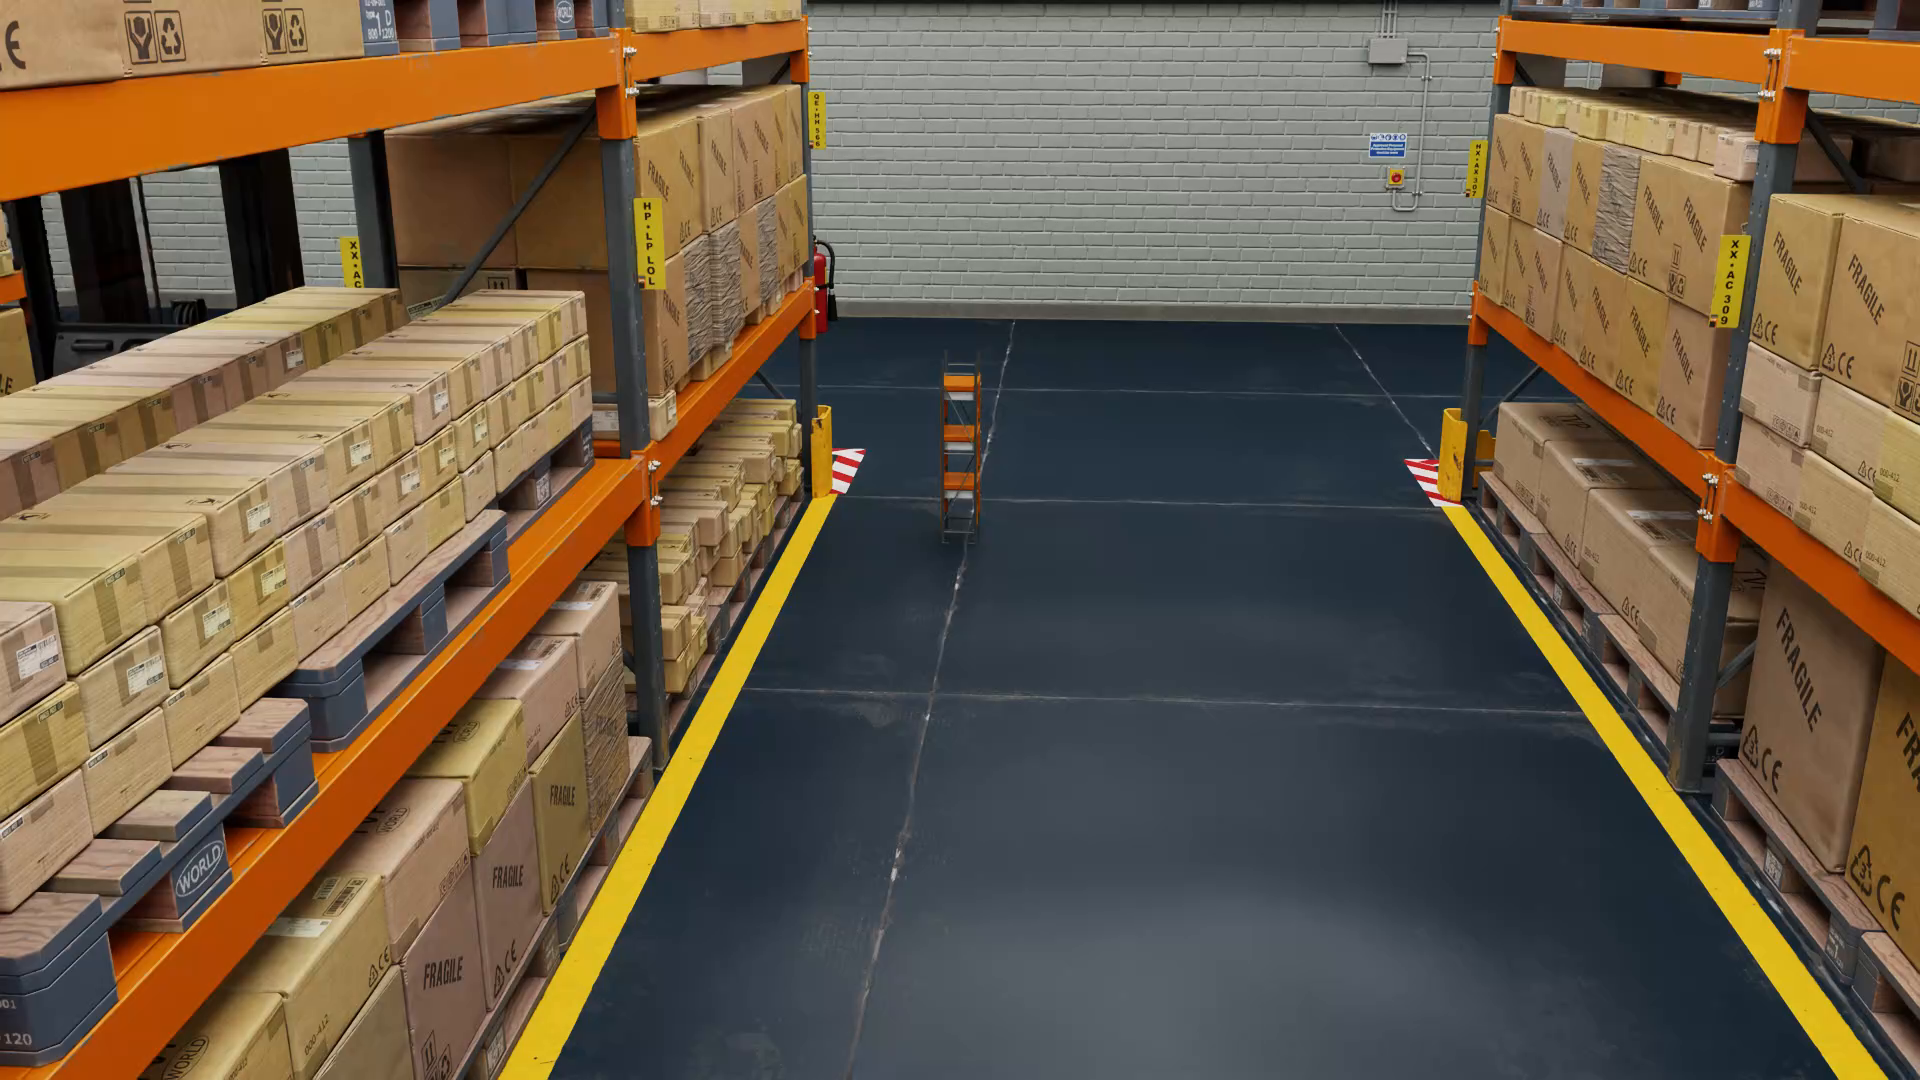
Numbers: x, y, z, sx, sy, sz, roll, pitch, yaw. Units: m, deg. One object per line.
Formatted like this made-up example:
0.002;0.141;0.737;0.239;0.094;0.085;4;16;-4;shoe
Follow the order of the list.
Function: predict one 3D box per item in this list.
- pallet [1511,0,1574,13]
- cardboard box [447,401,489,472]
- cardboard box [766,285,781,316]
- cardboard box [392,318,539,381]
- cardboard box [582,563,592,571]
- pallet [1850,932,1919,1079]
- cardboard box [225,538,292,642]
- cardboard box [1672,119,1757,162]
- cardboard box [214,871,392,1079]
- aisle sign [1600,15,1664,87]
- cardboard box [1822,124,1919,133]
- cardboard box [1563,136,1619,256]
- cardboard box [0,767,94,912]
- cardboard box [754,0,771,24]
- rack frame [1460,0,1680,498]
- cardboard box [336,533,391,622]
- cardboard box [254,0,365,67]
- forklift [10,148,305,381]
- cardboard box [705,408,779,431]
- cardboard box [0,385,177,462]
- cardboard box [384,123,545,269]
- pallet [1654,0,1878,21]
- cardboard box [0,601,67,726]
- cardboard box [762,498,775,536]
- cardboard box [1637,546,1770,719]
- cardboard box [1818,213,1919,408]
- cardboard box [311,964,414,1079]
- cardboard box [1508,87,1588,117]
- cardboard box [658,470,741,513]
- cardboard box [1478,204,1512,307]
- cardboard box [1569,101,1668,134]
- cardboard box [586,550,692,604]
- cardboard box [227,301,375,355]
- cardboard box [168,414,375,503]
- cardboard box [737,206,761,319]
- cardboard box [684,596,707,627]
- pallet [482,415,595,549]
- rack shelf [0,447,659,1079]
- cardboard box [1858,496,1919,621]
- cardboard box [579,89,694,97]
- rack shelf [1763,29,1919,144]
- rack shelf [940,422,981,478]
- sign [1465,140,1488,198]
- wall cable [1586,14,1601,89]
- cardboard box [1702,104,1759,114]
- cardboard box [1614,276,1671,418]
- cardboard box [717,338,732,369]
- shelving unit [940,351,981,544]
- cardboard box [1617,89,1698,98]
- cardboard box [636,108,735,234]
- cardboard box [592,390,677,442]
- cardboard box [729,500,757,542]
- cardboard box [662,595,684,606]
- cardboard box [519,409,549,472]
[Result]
3.515;-2.846;8.615;1.003;0.211;1.213;1;18;4;pallet
-1.579;-0.299;4.769;0.380;0.149;0.250;0;18;1;cardboard box
-1.182;-1.311;9.010;0.380;0.149;0.250;2;18;5;cardboard box
-1.547;-0.600;5.211;0.380;0.149;0.250;1;18;2;cardboard box
-1.844;0.135;7.619;0.380;0.149;0.250;1;18;4;cardboard box
3.206;1.496;4.519;1.003;0.211;1.213;1;18;4;pallet
-1.675;0.100;3.553;0.380;0.149;0.250;1;18;4;cardboard box
3.131;-1.620;6.742;0.380;0.149;0.250;1;18;3;cardboard box
-1.633;0.978;3.756;0.500;0.250;0.500;1;18;3;cardboard box
3.872;-2.944;9.415;0.394;0.787;0.004;1;18;4;aisle sign
3.531;-1.534;6.480;0.380;0.149;0.250;1;18;3;cardboard box
3.145;-1.597;7.714;0.500;0.500;0.500;1;18;4;cardboard box
-1.727;0.498;2.815;0.380;0.149;0.250;1;18;3;cardboard box
-1.234;-2.667;8.168;0.500;0.250;0.500;2;18;6;cardboard box
3.558;-1.693;9.773;1.000;3.000;0.127;1;18;4;rack frame
-1.634;0.086;4.072;0.380;0.149;0.250;2;18;5;cardboard box
-1.595;-1.243;3.421;0.500;0.500;0.500;1;18;4;cardboard box
-3.347;-0.666;6.747;1.130;2.935;3.031;2;18;5;forklift
-1.247;-0.653;9.547;0.380;0.149;0.250;2;18;5;cardboard box
-2.268;-0.295;4.280;0.380;0.149;0.250;2;18;6;cardboard box
-1.910;-1.346;6.469;0.500;0.500;0.500;1;18;2;cardboard box
3.340;-2.088;6.303;1.003;0.211;1.213;1;18;4;pallet
-1.734;0.209;2.741;0.380;0.149;0.250;1;18;4;cardboard box
-1.199;-0.129;8.903;0.380;0.149;0.250;0;18;1;cardboard box
3.423;0.375;6.903;0.875;0.438;0.875;1;18;3;cardboard box
2.944;-0.684;4.928;0.500;0.500;0.500;1;18;4;cardboard box
-1.623;1.331;3.885;0.500;0.500;0.500;1;18;5;cardboard box
3.256;-2.420;9.183;0.380;0.149;0.250;2;18;5;cardboard box
-1.305;-0.245;8.301;0.380;0.149;0.250;1;18;4;cardboard box
3.237;-1.598;9.322;0.500;0.500;0.500;1;18;3;cardboard box
3.148;-2.017;7.954;0.380;0.149;0.250;1;18;4;cardboard box
-1.363;0.156;7.078;0.380;0.149;0.250;2;18;7;cardboard box
-2.175;-0.694;5.497;0.380;0.149;0.250;2;18;5;cardboard box
-1.641;-0.198;3.983;0.380;0.149;0.250;2;18;6;cardboard box
-1.277;-1.344;8.068;0.500;0.500;0.500;2;18;7;cardboard box
-1.342;0.358;7.416;0.380;0.149;0.250;1;18;4;cardboard box
-1.874;-0.205;5.538;1.003;0.211;1.213;1;18;4;pallet
-1.817;0.433;4.439;1.077;0.370;4.000;1;18;4;rack shelf
2.888;0.071;4.630;0.500;0.250;0.500;1;18;3;cardboard box
-1.714;-2.146;8.910;0.500;0.500;0.500;2;18;6;cardboard box
3.127;-0.913;3.731;1.077;0.370;4.000;1;18;4;rack shelf
0.004;-0.505;9.314;0.215;0.259;0.240;1;18;4;rack shelf
3.004;-2.156;9.669;0.100;0.325;0.005;1;18;4;sign
5.354;-3.900;14.875;0.588;1.984;0.122;1;18;4;wall cable
3.657;-1.929;7.686;0.380;0.149;0.250;2;18;6;cardboard box
3.081;-0.808;6.911;0.500;0.500;0.500;1;18;3;cardboard box
-1.281;-0.901;7.760;0.380;0.149;0.250;2;18;6;cardboard box
0.004;-0.516;9.310;0.215;1.050;0.252;1;18;4;shelving unit
3.737;-2.329;8.904;0.380;0.149;0.250;2;18;5;cardboard box
-1.309;-1.646;7.384;0.500;0.500;0.500;2;18;5;cardboard box
-1.327;-0.491;6.508;0.380;0.149;0.250;2;18;6;cardboard box
-1.229;-0.100;8.338;0.380;0.149;0.250;1;18;4;cardboard box
-1.400;0.298;7.123;0.380;0.149;0.250;1;18;4;cardboard box
-1.543;-0.324;5.324;0.380;0.149;0.250;1;18;4;cardboard box
